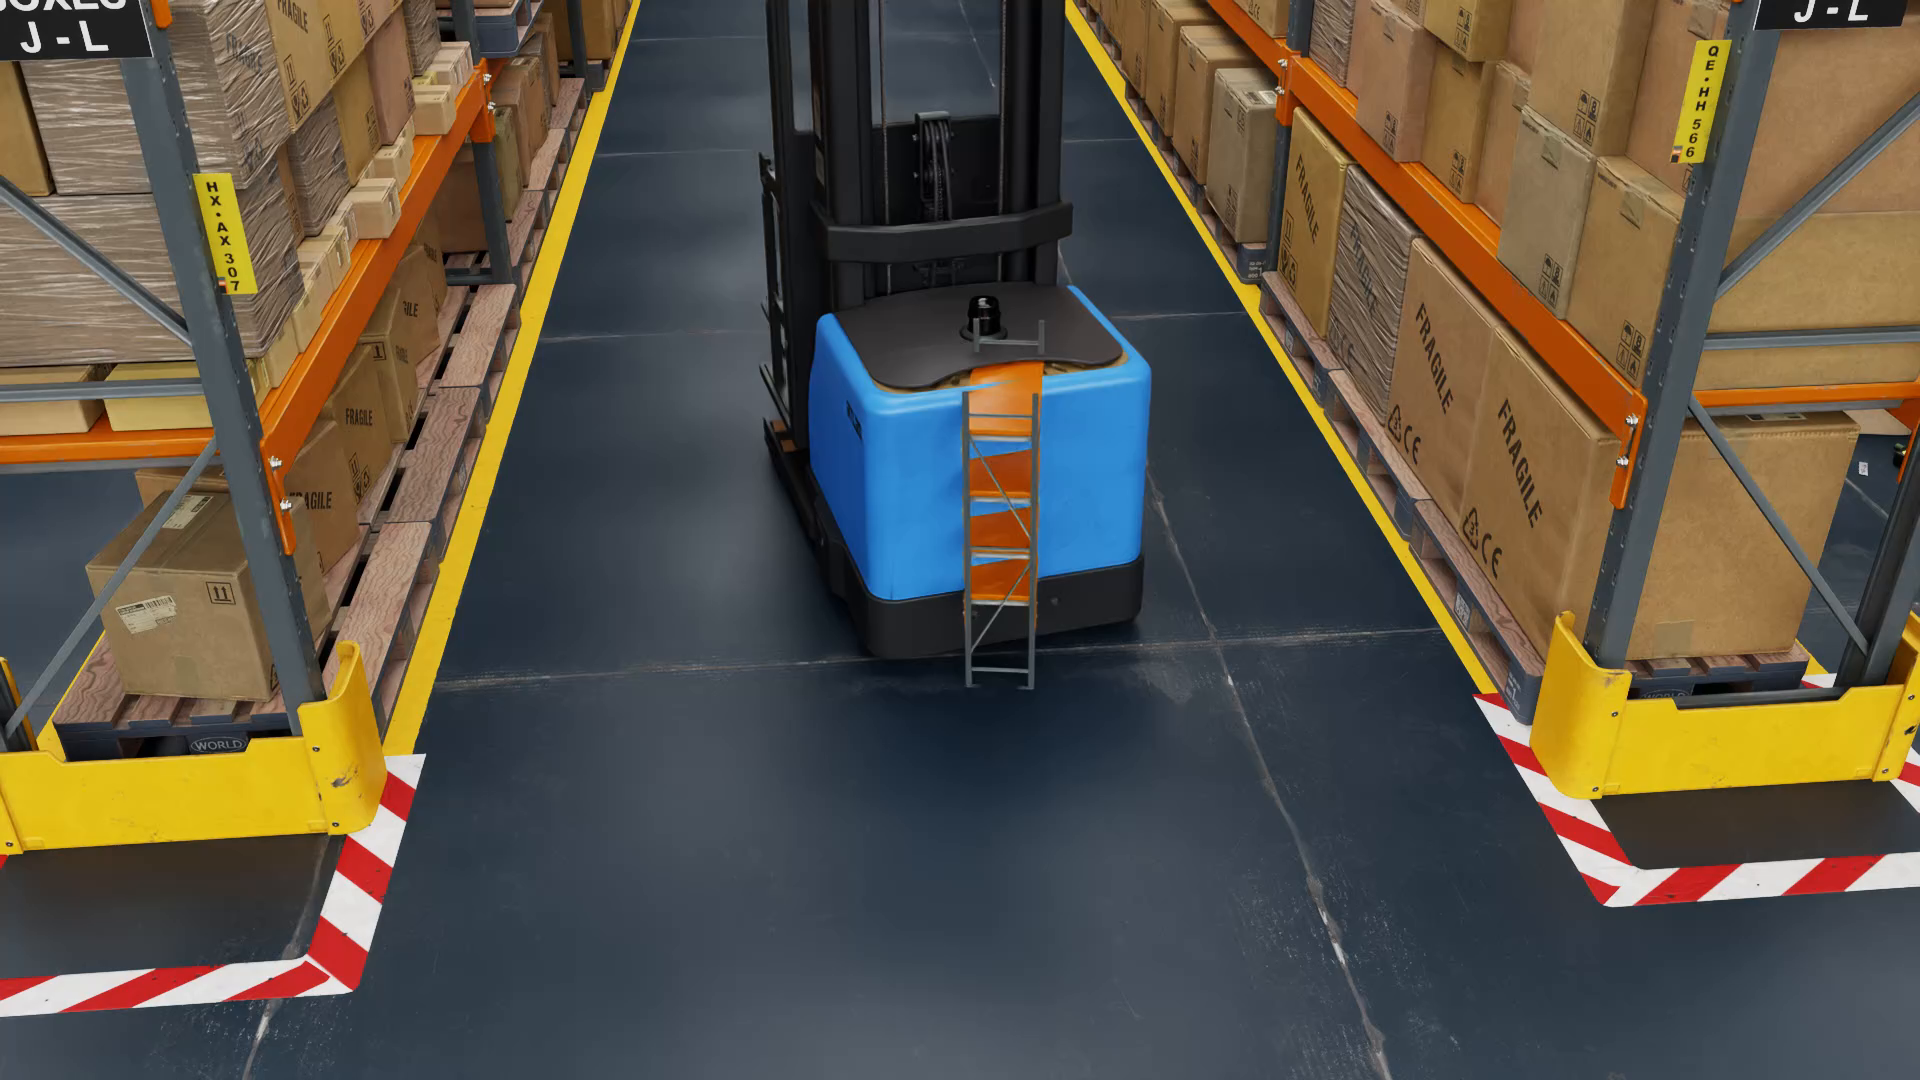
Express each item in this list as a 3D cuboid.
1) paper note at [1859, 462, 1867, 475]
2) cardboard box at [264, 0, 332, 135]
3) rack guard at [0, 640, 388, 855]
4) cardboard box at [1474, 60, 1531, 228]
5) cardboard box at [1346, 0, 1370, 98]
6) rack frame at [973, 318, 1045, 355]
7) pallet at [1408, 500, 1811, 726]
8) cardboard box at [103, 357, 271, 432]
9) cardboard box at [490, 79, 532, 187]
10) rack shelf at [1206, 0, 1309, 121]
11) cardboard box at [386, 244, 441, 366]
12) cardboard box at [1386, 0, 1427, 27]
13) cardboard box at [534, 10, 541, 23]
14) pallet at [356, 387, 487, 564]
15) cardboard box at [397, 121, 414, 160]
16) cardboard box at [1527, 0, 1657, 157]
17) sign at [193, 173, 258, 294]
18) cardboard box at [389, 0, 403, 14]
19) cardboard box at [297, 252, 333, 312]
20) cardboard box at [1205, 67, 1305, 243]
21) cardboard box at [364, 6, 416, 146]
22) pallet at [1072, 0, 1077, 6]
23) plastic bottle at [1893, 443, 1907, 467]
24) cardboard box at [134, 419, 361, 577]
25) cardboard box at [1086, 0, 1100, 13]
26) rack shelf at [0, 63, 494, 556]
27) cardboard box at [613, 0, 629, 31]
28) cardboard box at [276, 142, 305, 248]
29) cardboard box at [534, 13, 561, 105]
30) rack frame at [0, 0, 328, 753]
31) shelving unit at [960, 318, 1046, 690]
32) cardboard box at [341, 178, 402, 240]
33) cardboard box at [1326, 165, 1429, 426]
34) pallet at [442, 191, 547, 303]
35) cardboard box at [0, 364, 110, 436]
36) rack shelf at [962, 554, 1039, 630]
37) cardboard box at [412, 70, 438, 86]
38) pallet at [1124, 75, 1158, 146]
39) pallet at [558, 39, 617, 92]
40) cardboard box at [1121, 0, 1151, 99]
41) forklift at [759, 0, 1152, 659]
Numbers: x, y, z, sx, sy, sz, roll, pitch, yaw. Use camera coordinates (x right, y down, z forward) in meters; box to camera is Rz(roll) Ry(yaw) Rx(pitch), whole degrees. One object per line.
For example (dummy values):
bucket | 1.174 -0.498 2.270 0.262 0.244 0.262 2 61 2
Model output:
paper note | 3.946 -0.312 7.263 0.032 0.001 0.123 13 33 21
cardboard box | -2.263 -1.541 5.043 0.500 0.500 0.500 -3 31 -5
rack guard | -2.450 0.642 5.187 1.175 0.500 0.348 -3 31 -5
cardboard box | 2.425 -1.401 6.025 0.875 0.550 0.550 -3 31 -5
cardboard box | 2.251 -2.217 7.390 0.875 0.550 0.550 -3 31 -5
rack frame | 0.173 -0.248 5.933 0.240 1.200 0.015 2 35 4
pallet | 2.352 0.215 6.185 1.003 0.211 1.213 -3 31 -5
cardboard box | -2.232 -0.441 4.808 0.380 0.149 0.250 -3 31 -5
cardboard box | -2.931 -2.394 9.842 0.700 0.500 0.500 -5 31 -9
rack shelf | 1.944 -3.333 10.106 1.077 0.370 4.000 -3 31 -5
cardboard box | -2.758 -1.043 7.599 0.500 0.500 0.500 7 32 11
cardboard box | 2.212 -2.401 6.645 0.875 0.550 0.550 -3 31 -5
cardboard box | -3.098 -3.573 11.085 0.500 0.250 0.500 -2 31 -3
pallet | -2.602 -0.272 6.999 1.003 0.211 1.213 -3 31 -5
cardboard box | -2.436 -1.590 6.732 0.380 0.149 0.250 -3 31 -5
cardboard box | 2.366 -1.574 5.260 0.875 0.550 0.550 -3 31 -5
sign | -1.903 -0.790 4.303 0.100 0.325 0.005 -3 31 -5
cardboard box | -2.407 -2.307 6.325 0.500 0.500 0.500 -3 31 -5
cardboard box | -2.289 -0.825 5.450 0.380 0.149 0.250 -3 31 -5
cardboard box | 1.984 -2.147 9.204 1.050 0.750 0.750 -3 31 -5
cardboard box | -2.677 -1.865 6.559 0.875 0.500 0.500 -3 31 -5
pallet | 1.458 -5.110 15.099 1.003 0.211 1.213 -3 31 -5
plastic bottle | 4.187 -0.342 7.263 0.133 0.061 0.283 -14 33 -22
cardboard box | -2.575 -0.122 6.058 0.500 0.500 0.500 5 31 8
cardboard box | 1.325 -4.628 13.600 0.500 0.500 0.500 -4 31 -7
rack shelf | -2.630 -1.104 6.375 1.077 0.370 4.000 -3 31 -5
cardboard box | -3.310 -4.553 13.110 1.225 0.875 0.875 -3 31 -4
cardboard box | -2.633 -1.094 5.269 0.875 0.500 0.500 -3 31 -5
cardboard box | -3.108 -3.251 11.276 0.700 0.500 0.500 -4 31 -7
rack frame | -2.443 -0.392 4.481 1.000 3.000 0.127 -3 31 -5
shelving unit | 0.153 -0.108 5.734 0.258 1.200 0.503 2 35 4
cardboard box | -2.276 -1.212 6.098 0.380 0.149 0.250 -3 31 -5
cardboard box | 2.208 -1.104 7.335 0.875 0.875 0.875 -3 31 -4
pallet | -2.891 -1.634 9.281 1.003 0.211 1.213 -3 31 -5
cardboard box | -2.675 -0.420 4.773 0.380 0.149 0.250 -3 31 -5
rack shelf | 0.157 0.110 5.887 0.258 0.148 0.480 2 35 4
cardboard box | -2.526 -1.972 7.371 0.380 0.149 0.250 -3 31 -5
pallet | 1.756 -3.059 11.666 1.003 0.211 1.213 -3 31 -5
pallet | -3.189 -3.685 12.714 1.003 0.211 1.213 -3 31 -5
cardboard box | 1.725 -3.562 11.572 1.050 0.750 0.750 -3 31 -5
forklift | -0.235 -1.580 6.538 1.130 2.935 3.031 -9 32 -14
